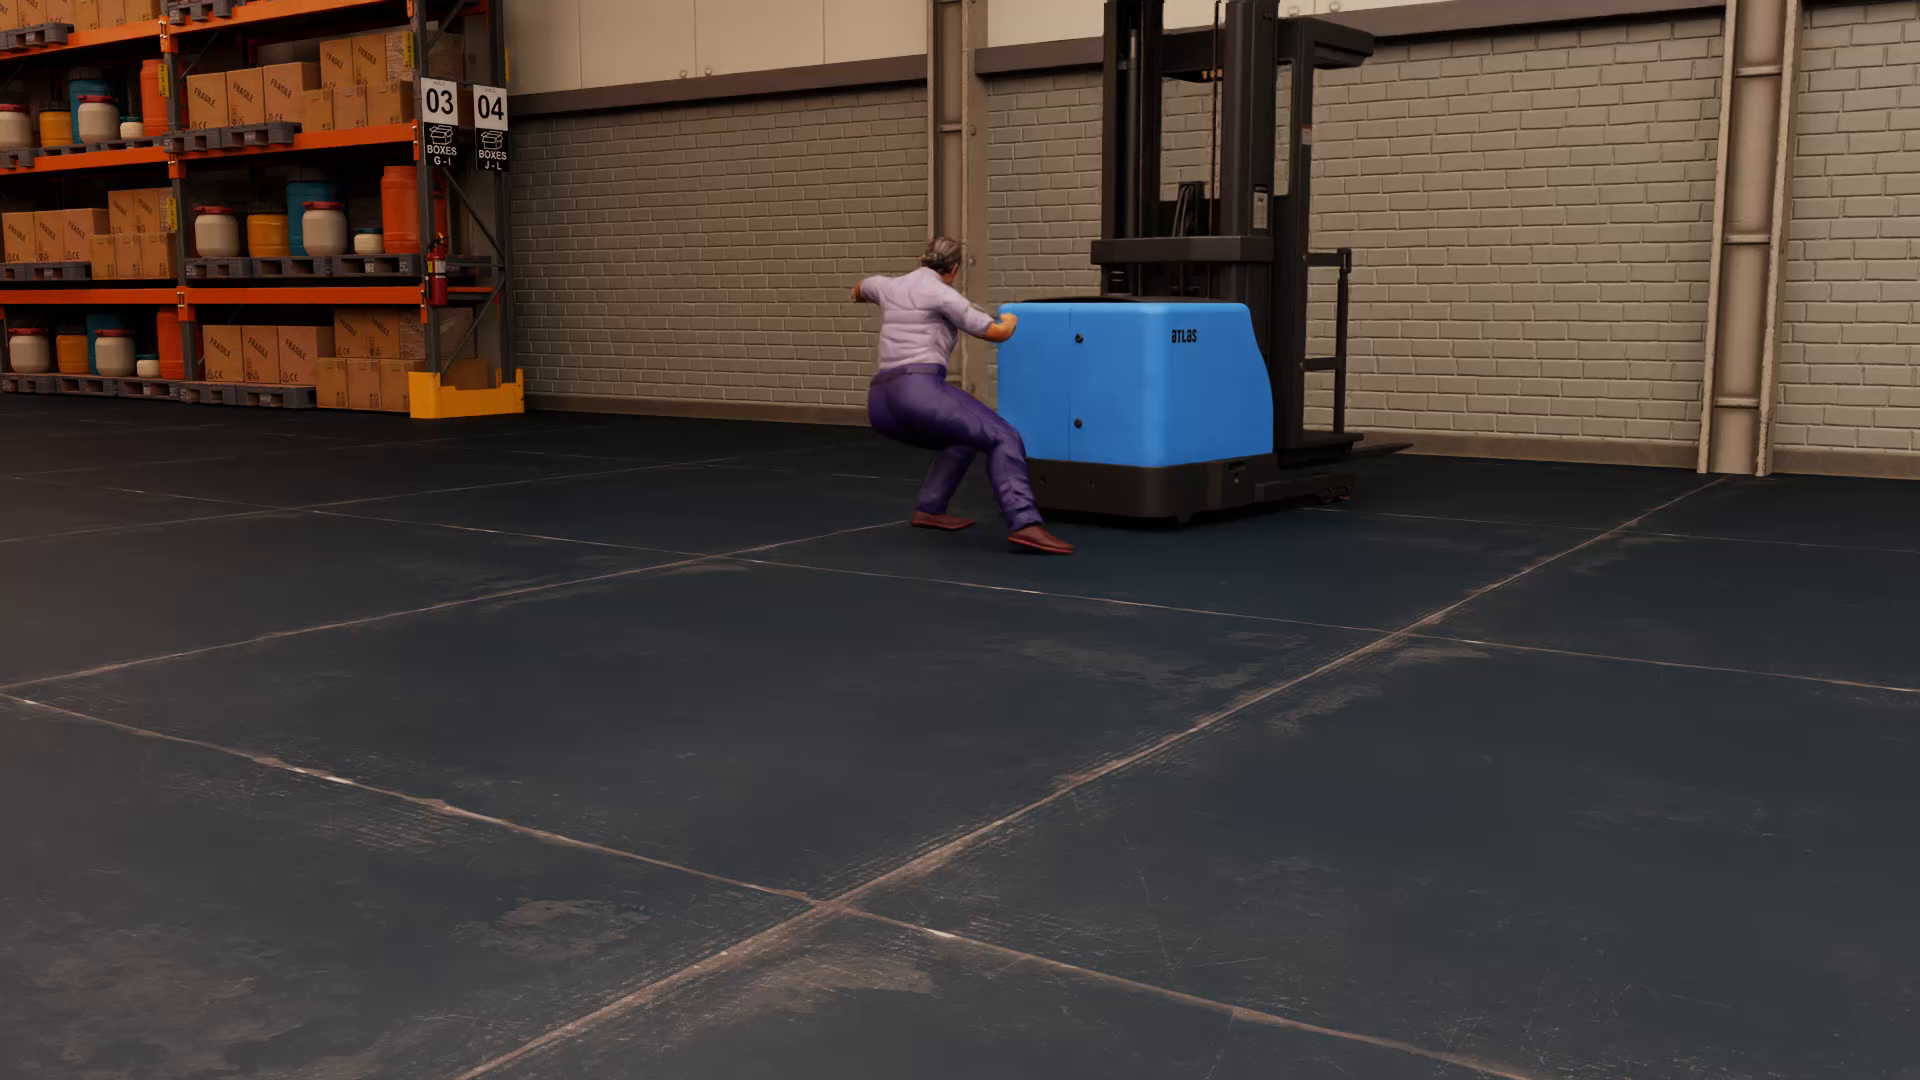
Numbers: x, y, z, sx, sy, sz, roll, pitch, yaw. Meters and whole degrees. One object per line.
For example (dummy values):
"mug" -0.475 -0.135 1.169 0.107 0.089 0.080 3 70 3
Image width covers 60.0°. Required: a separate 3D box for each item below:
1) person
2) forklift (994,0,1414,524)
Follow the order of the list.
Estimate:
"person" -0.081 -0.672 7.587 0.760 1.358 1.529 -7 11 -42
"forklift" 1.520 -1.685 9.044 1.130 2.935 3.031 7 11 41
